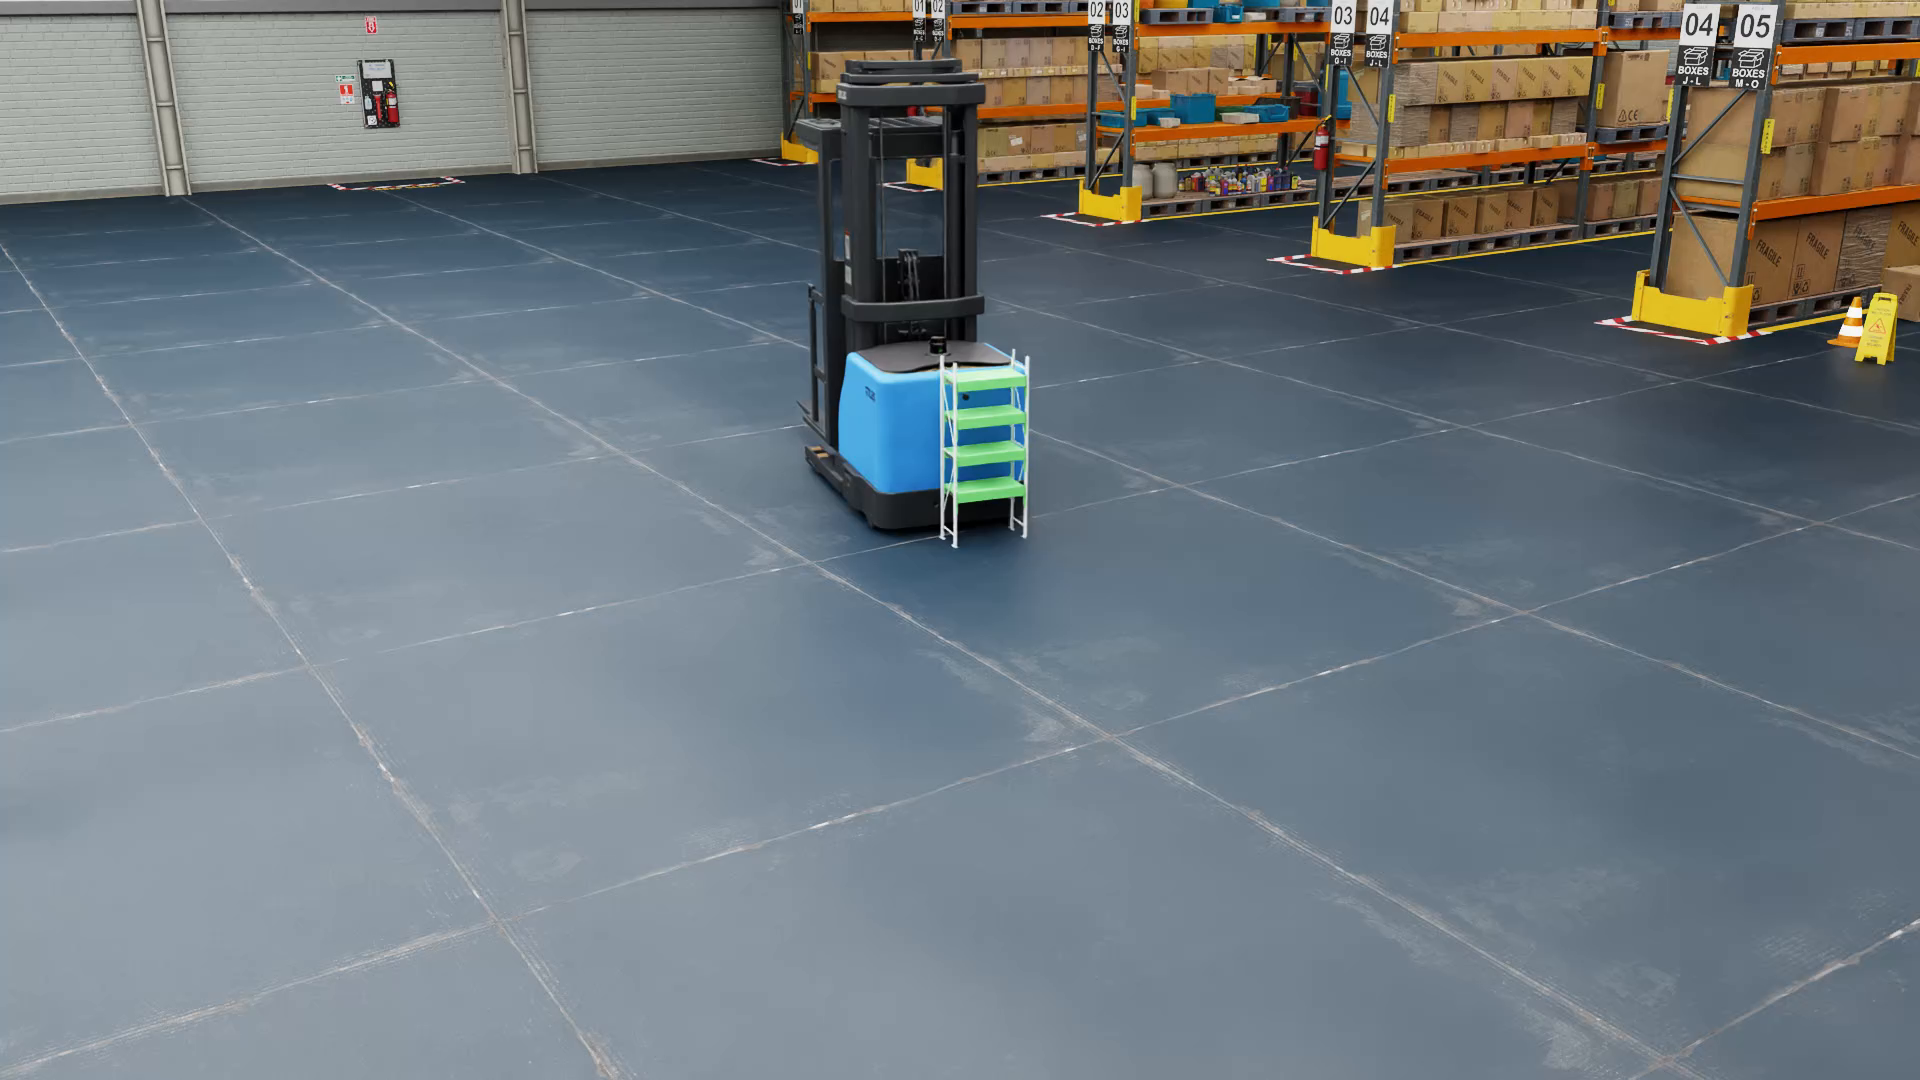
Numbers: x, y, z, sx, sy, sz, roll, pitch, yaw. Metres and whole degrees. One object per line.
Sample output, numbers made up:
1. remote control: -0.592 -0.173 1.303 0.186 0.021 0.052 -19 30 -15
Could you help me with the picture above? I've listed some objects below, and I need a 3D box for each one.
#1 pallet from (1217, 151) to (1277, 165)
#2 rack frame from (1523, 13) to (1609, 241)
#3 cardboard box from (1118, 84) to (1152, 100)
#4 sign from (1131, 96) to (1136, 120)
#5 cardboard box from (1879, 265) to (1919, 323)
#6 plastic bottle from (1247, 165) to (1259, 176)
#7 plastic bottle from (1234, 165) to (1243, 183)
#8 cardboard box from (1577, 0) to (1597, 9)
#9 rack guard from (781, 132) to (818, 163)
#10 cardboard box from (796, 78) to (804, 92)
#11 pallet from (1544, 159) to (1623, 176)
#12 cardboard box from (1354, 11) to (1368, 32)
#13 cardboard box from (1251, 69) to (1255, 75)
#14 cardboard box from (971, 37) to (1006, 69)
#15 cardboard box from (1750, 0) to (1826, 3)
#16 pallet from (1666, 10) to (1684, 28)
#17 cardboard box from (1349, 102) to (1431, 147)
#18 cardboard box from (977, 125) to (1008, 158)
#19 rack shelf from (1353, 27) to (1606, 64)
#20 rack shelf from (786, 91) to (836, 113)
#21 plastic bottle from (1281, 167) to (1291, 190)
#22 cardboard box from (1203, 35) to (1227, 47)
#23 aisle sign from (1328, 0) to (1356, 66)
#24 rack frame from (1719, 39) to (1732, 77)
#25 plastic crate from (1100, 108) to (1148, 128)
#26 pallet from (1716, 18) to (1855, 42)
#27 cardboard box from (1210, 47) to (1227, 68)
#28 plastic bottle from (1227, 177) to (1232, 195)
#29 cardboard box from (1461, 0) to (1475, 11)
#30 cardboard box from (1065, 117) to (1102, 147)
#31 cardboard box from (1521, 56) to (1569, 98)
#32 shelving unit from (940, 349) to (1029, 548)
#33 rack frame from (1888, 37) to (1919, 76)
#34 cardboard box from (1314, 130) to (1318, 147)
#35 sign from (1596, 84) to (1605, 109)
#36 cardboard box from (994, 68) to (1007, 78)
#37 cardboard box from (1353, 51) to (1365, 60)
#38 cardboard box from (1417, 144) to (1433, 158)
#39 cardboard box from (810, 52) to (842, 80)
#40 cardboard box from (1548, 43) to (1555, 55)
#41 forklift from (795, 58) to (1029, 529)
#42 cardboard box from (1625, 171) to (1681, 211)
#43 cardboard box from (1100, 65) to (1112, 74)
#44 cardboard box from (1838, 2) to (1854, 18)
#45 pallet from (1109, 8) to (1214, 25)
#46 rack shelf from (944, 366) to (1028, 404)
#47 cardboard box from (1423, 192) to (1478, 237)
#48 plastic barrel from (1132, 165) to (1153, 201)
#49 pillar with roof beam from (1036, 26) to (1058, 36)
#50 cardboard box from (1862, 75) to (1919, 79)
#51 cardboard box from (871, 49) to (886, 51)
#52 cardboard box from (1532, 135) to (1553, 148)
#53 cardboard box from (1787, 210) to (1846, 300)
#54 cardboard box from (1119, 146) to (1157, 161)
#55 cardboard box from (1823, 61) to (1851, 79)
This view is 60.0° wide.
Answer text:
1. pallet: 5.489 -7.603 32.906 1.213 0.211 1.003 -12 22 -31
2. rack frame: 8.303 -5.704 22.933 0.127 3.000 1.000 -12 22 -31
3. cardboard box: 3.245 -8.382 31.088 0.500 0.250 0.500 -10 21 -28
4. sign: 2.537 -6.307 24.286 0.005 0.325 0.100 -12 22 -31
5. cardboard box: 10.214 -2.629 17.736 0.500 0.500 0.500 -8 20 -22
6. plastic bottle: 4.755 -5.913 27.000 0.185 0.351 0.144 -12 22 -31
7. plastic bottle: 4.519 -5.918 27.015 0.185 0.351 0.144 -13 23 -34
8. cardboard box: 8.190 -7.108 22.015 0.250 0.149 0.380 -11 22 -30
9. rack guard: -3.147 -7.803 33.046 0.348 0.500 1.175 -12 22 -31
10. cardboard box: -2.927 -9.047 33.024 0.500 0.250 0.500 -12 22 -31
11. pallet: 11.593 -6.992 31.098 1.213 0.211 1.003 -12 22 -31
12. cardboard box: 5.225 -6.502 20.845 0.500 0.250 0.500 -11 22 -30
13. cardboard box: 6.685 -10.843 38.495 0.250 0.149 0.380 -12 22 -31
14. cardboard box: 0.394 -8.494 29.004 0.500 0.500 0.700 -13 22 -33
15. cardboard box: 8.150 -5.408 16.333 0.500 0.250 0.500 -12 22 -32
16. pallet: 9.741 -7.300 23.263 1.003 0.211 1.213 -12 22 -31
17. cardboard box: 5.436 -5.277 21.050 0.500 0.500 0.875 -12 22 -31
18. cardboard box: 0.503 -7.025 29.307 0.500 0.500 0.500 -12 22 -31
19. rack shelf: 6.632 -6.432 21.526 4.000 0.370 1.077 -12 22 -31
20. rack shelf: -1.541 -8.986 33.764 4.000 0.370 1.077 -12 22 -31
21. plastic bottle: 5.199 -5.792 26.642 0.185 0.351 0.144 -13 22 -33
22. cardboard box: 5.704 -11.313 37.701 0.500 0.250 0.500 -11 22 -30
23. aisle sign: 4.745 -6.300 20.638 0.004 0.787 0.394 -12 22 -31
24. rack frame: 15.601 -9.143 33.104 0.127 3.000 1.000 -12 22 -31
25. plastic crate: 2.491 -6.422 25.289 0.616 0.251 0.499 -12 22 -31
26. pallet: 8.219 -5.167 16.801 1.213 0.211 1.003 -12 22 -31
27. cardboard box: 5.719 -10.958 37.823 0.500 0.500 0.500 -12 22 -31
28. plastic bottle: 4.210 -5.537 26.011 0.097 0.271 0.097 0 19 0
29. cardboard box: 6.204 -6.693 20.786 0.250 0.149 0.380 -12 22 -32
30. cardboard box: 2.298 -7.608 31.032 0.500 0.500 0.500 -12 22 -31
31. cardboard box: 7.661 -6.125 21.996 0.500 0.500 0.500 -12 22 -31
32. shelving unit: 0.155 -0.581 10.589 0.503 1.200 0.258 -7 20 -21
33. rack frame: 10.946 -4.360 18.956 0.127 3.000 1.000 -12 22 -31
34. cardboard box: 7.170 -8.181 33.475 0.500 0.500 0.500 -13 23 -33
35. sign: 8.607 -5.970 22.369 0.005 0.325 0.100 -12 22 -31
36. cardboard box: 0.603 -8.151 29.001 0.250 0.149 0.380 -12 22 -32
37. cardboard box: 8.097 -9.682 33.889 0.700 0.500 0.500 16 24 39
38. cardboard box: 5.767 -4.946 21.083 0.250 0.149 0.380 -12 22 -31
39. cardboard box: -2.647 -9.272 32.518 0.500 0.500 0.500 -12 22 -31
40. cardboard box: 12.659 -10.837 36.400 0.500 0.500 0.500 -12 22 -32
41. forklift: -0.506 -1.893 11.769 1.130 2.935 3.031 -6 20 -18
42. cardboard box: 10.169 -5.107 24.382 0.500 0.500 0.700 -10 21 -27
43. cardboard box: 2.541 -8.561 30.215 0.250 0.149 0.380 -12 22 -33
44. cardboard box: 8.701 -5.312 16.670 0.250 0.149 0.380 -12 22 -31
45. pallet: 2.983 -7.775 24.672 1.213 0.211 1.003 -12 22 -31
46. rack shelf: 0.155 -0.975 10.455 0.480 0.148 0.258 -7 20 -21
47. cardboard box: 6.506 -4.339 22.144 0.500 0.500 0.500 -10 21 -26
48. plastic barrel: 2.745 -5.481 25.503 0.421 0.512 0.421 0 19 0
49. pillar with roof beam: 4.277 -12.076 32.415 0.400 9.000 9.100 -12 22 -31
50. cardboard box: 10.619 -4.886 18.594 0.550 0.550 0.875 -12 22 -31
51. cardboard box: -1.658 -9.675 33.710 0.500 0.500 0.500 -12 22 -31
52. cardboard box: 7.681 -5.325 22.205 0.250 0.149 0.380 -12 22 -31
53. cardboard box: 8.869 -3.140 18.011 0.875 0.875 0.875 -12 22 -32
54. cardboard box: 3.331 -7.256 31.160 0.500 0.250 0.500 -13 22 -33
55. cardboard box: 13.365 -7.290 25.901 0.637 0.503 0.797 -11 22 -30
